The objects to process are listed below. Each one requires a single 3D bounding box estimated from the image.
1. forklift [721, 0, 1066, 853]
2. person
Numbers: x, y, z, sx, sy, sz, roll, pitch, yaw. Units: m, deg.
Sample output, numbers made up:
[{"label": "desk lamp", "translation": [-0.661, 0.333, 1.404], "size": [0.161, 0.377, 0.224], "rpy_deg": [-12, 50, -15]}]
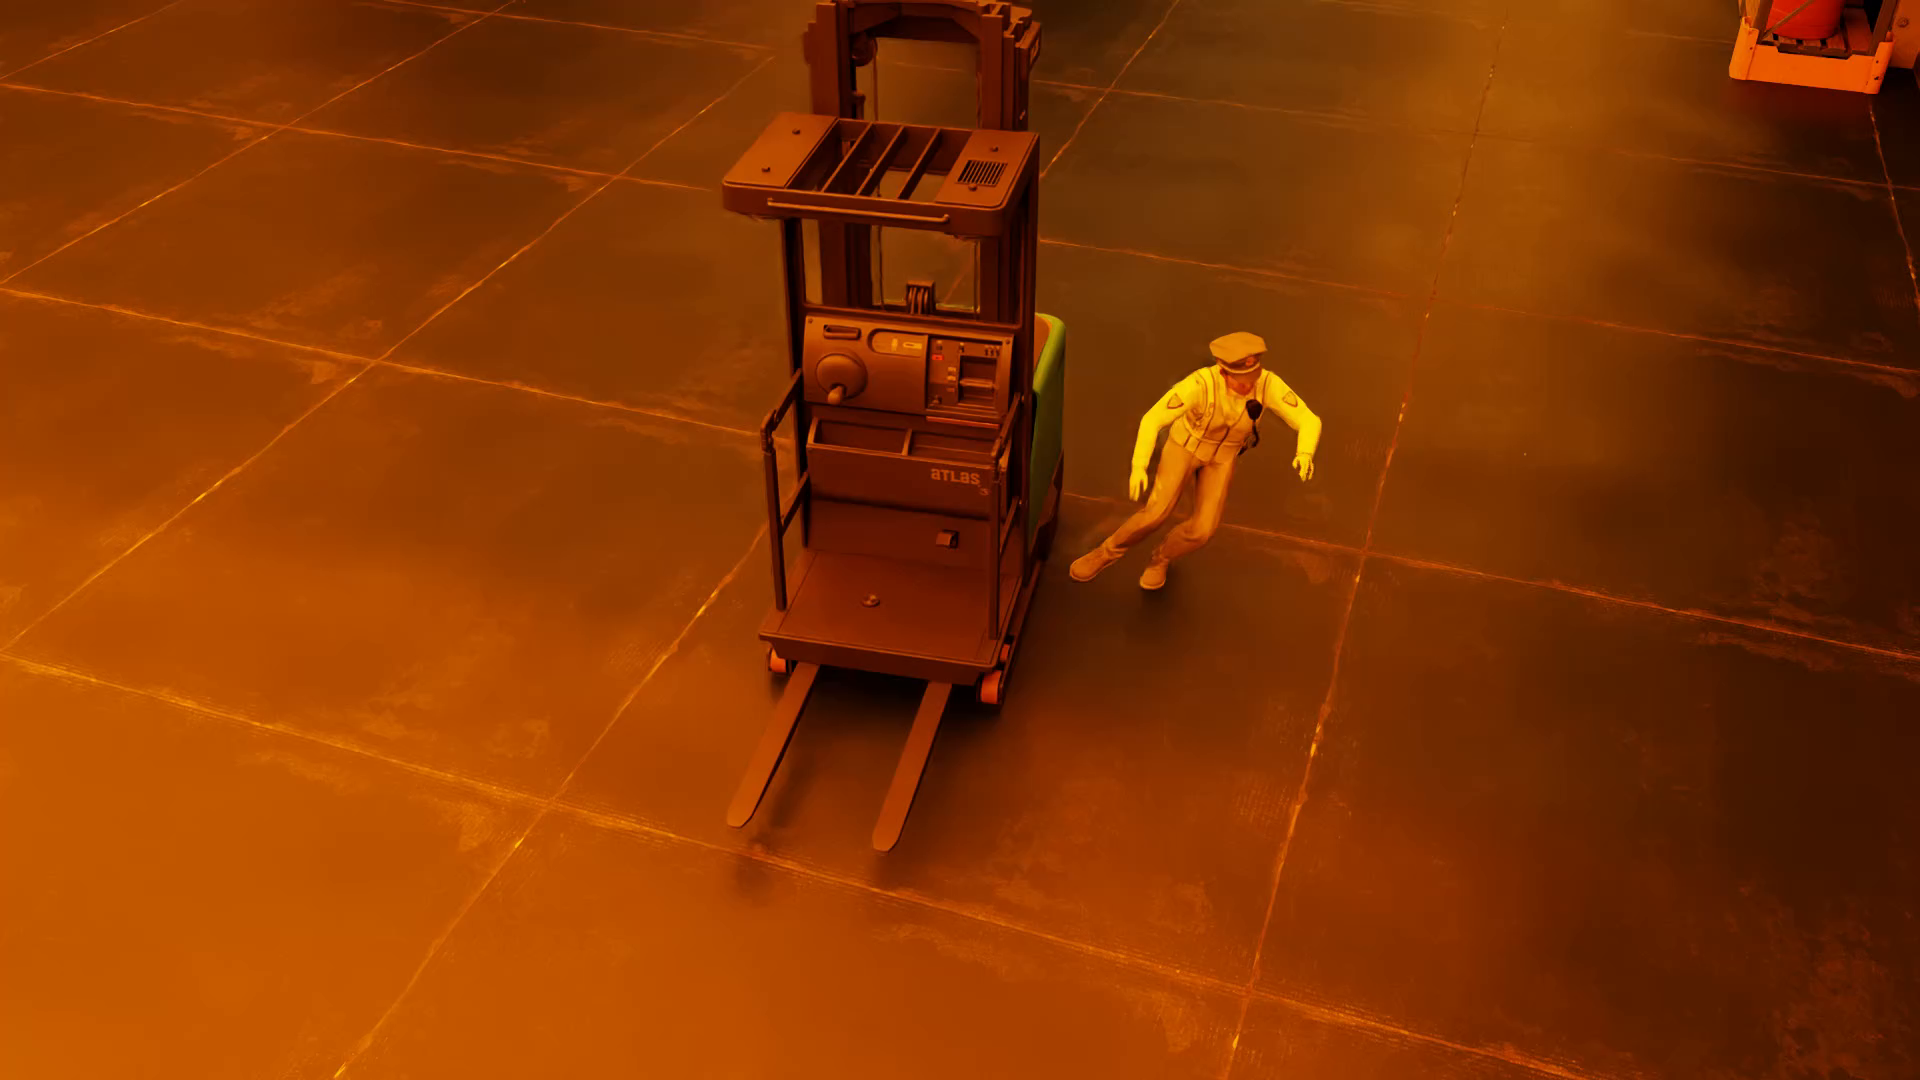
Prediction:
[{"label": "forklift", "translation": [-0.275, -0.685, 7.077], "size": [1.130, 2.935, 3.031], "rpy_deg": [7, 36, 10]}, {"label": "person", "translation": [1.101, -0.292, 7.825], "size": [1.105, 1.425, 0.868], "rpy_deg": [-5, 36, -7]}]
